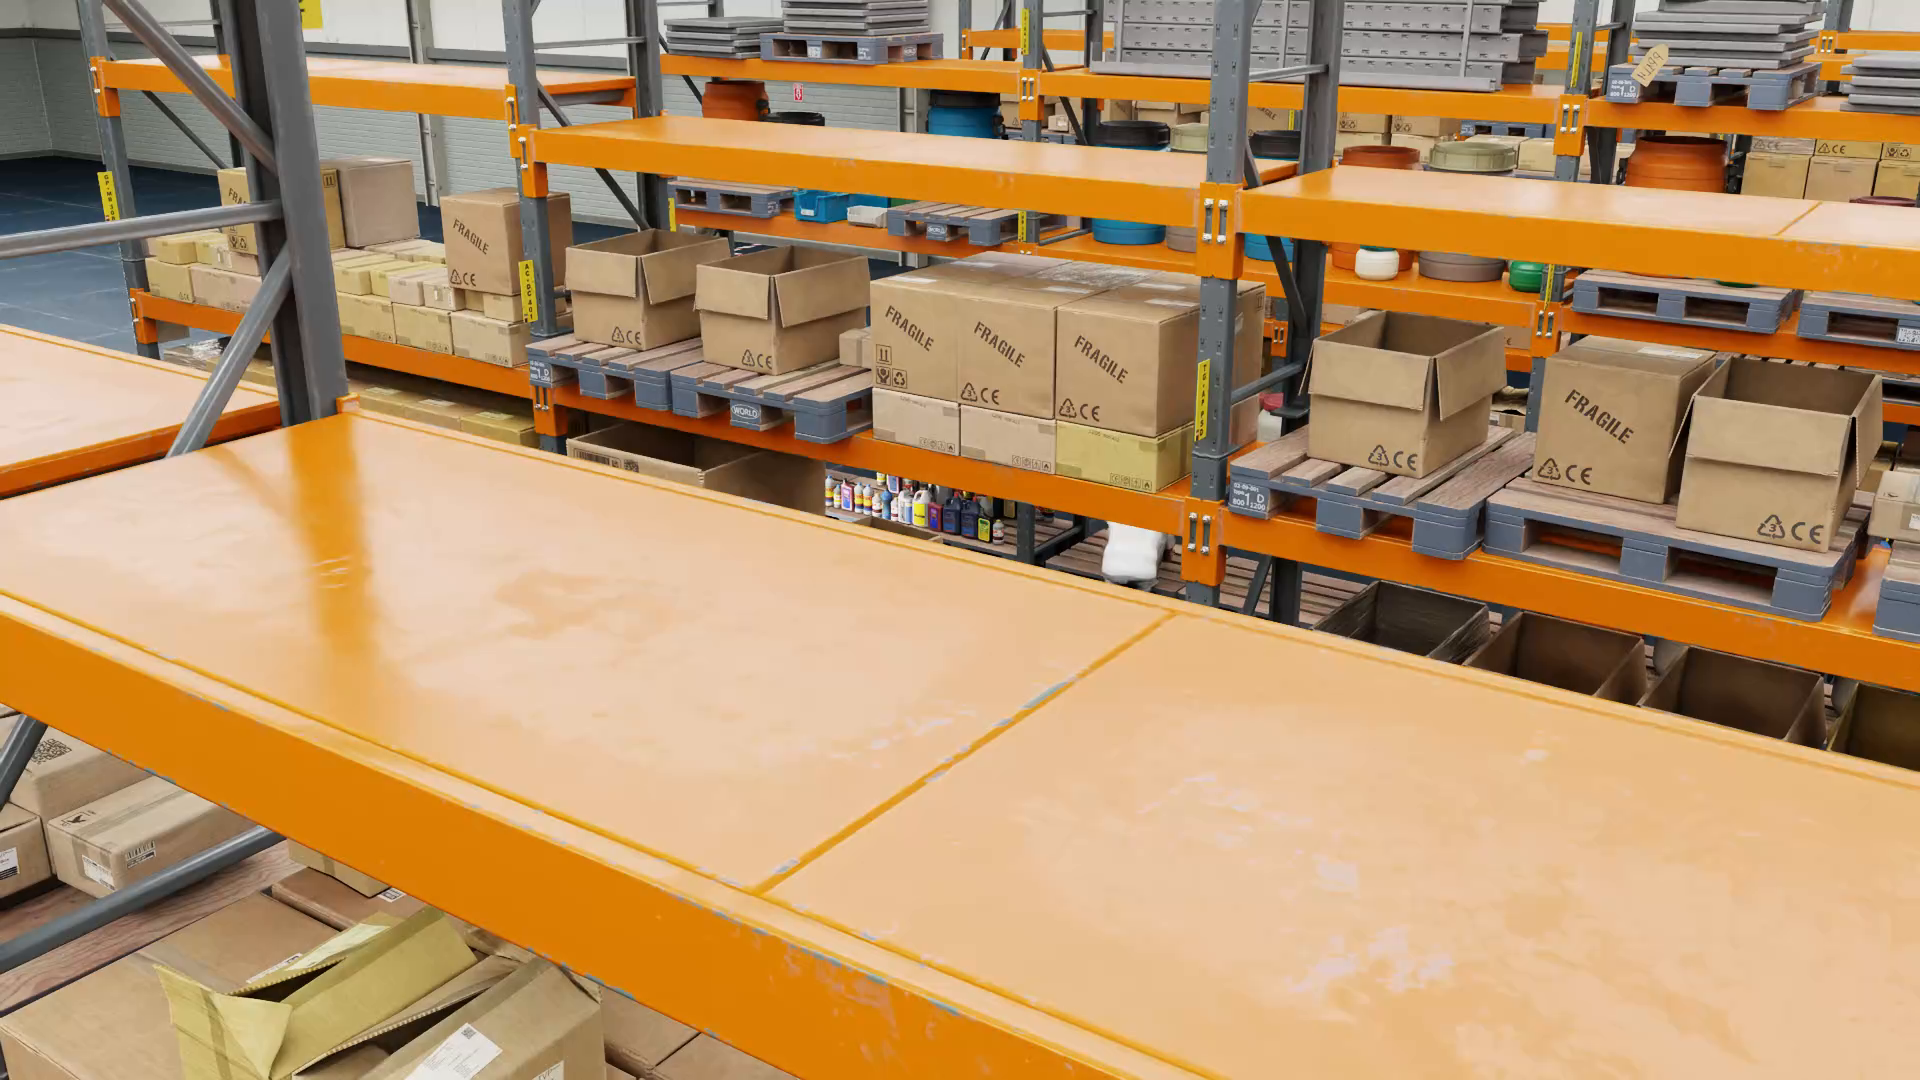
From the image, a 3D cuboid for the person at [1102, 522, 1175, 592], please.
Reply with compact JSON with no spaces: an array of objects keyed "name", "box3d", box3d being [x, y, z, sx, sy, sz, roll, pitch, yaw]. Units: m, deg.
[{"name":"person","box3d":[1.447,0.088,13.371,0.534,0.838,1.191,6,21,17]}]
